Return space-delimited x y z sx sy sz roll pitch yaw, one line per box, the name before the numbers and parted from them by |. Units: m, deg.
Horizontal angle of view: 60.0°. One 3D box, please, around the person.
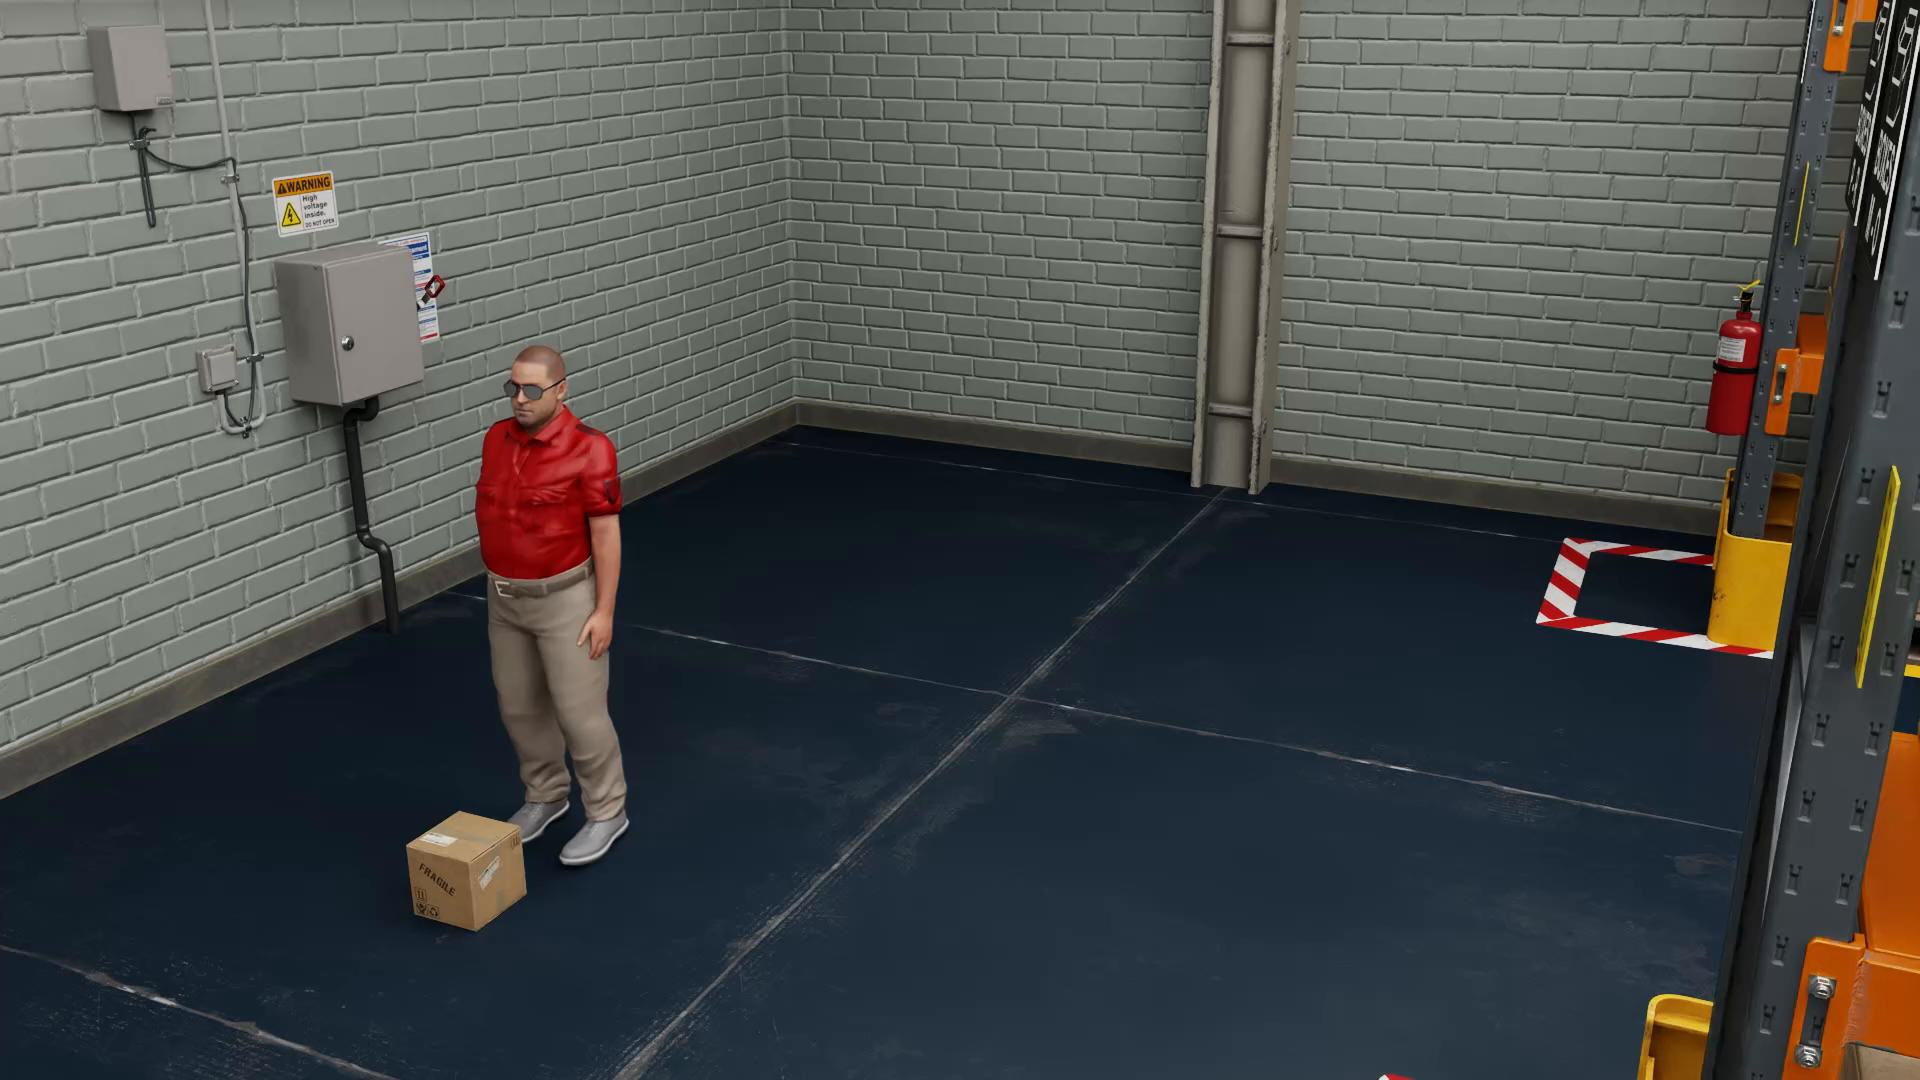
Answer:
person | -1.354 0.218 5.465 0.527 1.723 0.354 9 21 24
